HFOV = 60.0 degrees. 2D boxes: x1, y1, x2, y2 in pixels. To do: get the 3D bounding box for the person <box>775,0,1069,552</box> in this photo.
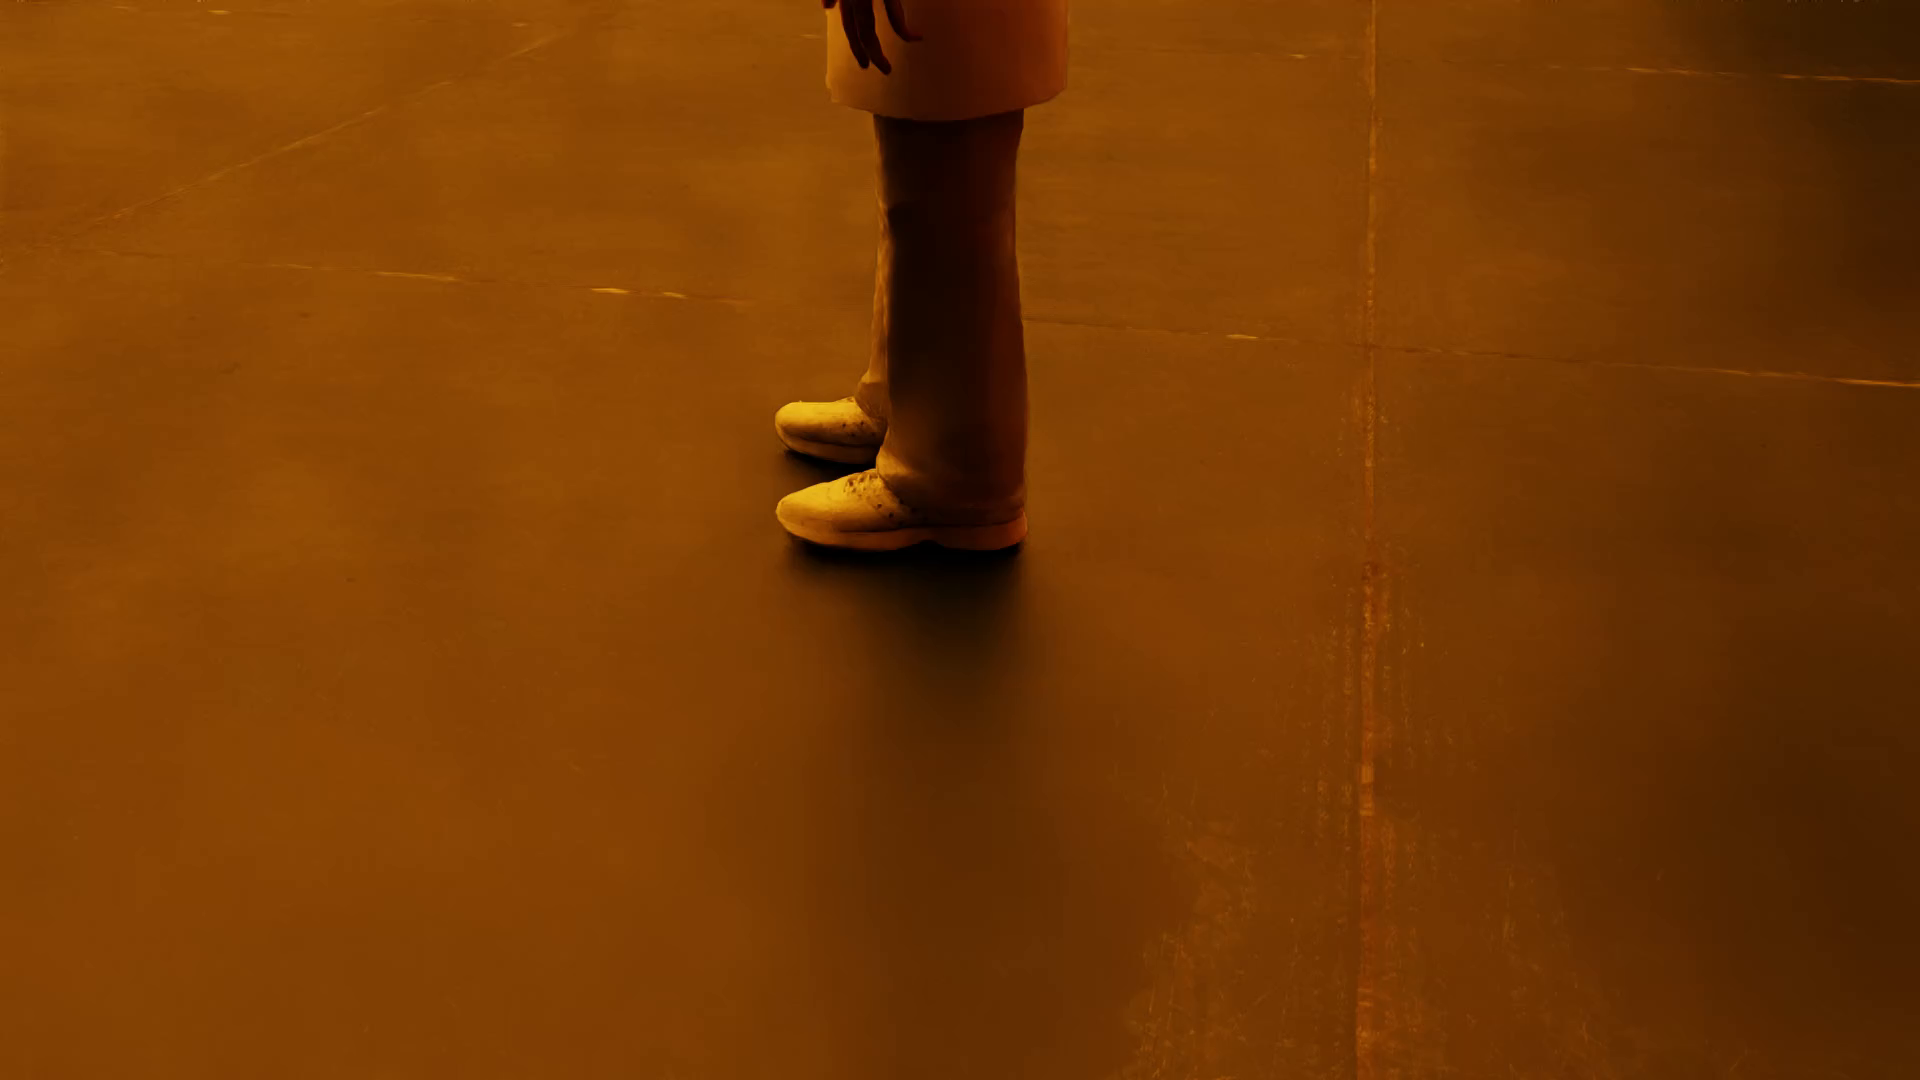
[{"bbox_3d":[-0.088,-0.811,2.118,0.579,1.776,0.694,6,27,11],"label":"person"}]
